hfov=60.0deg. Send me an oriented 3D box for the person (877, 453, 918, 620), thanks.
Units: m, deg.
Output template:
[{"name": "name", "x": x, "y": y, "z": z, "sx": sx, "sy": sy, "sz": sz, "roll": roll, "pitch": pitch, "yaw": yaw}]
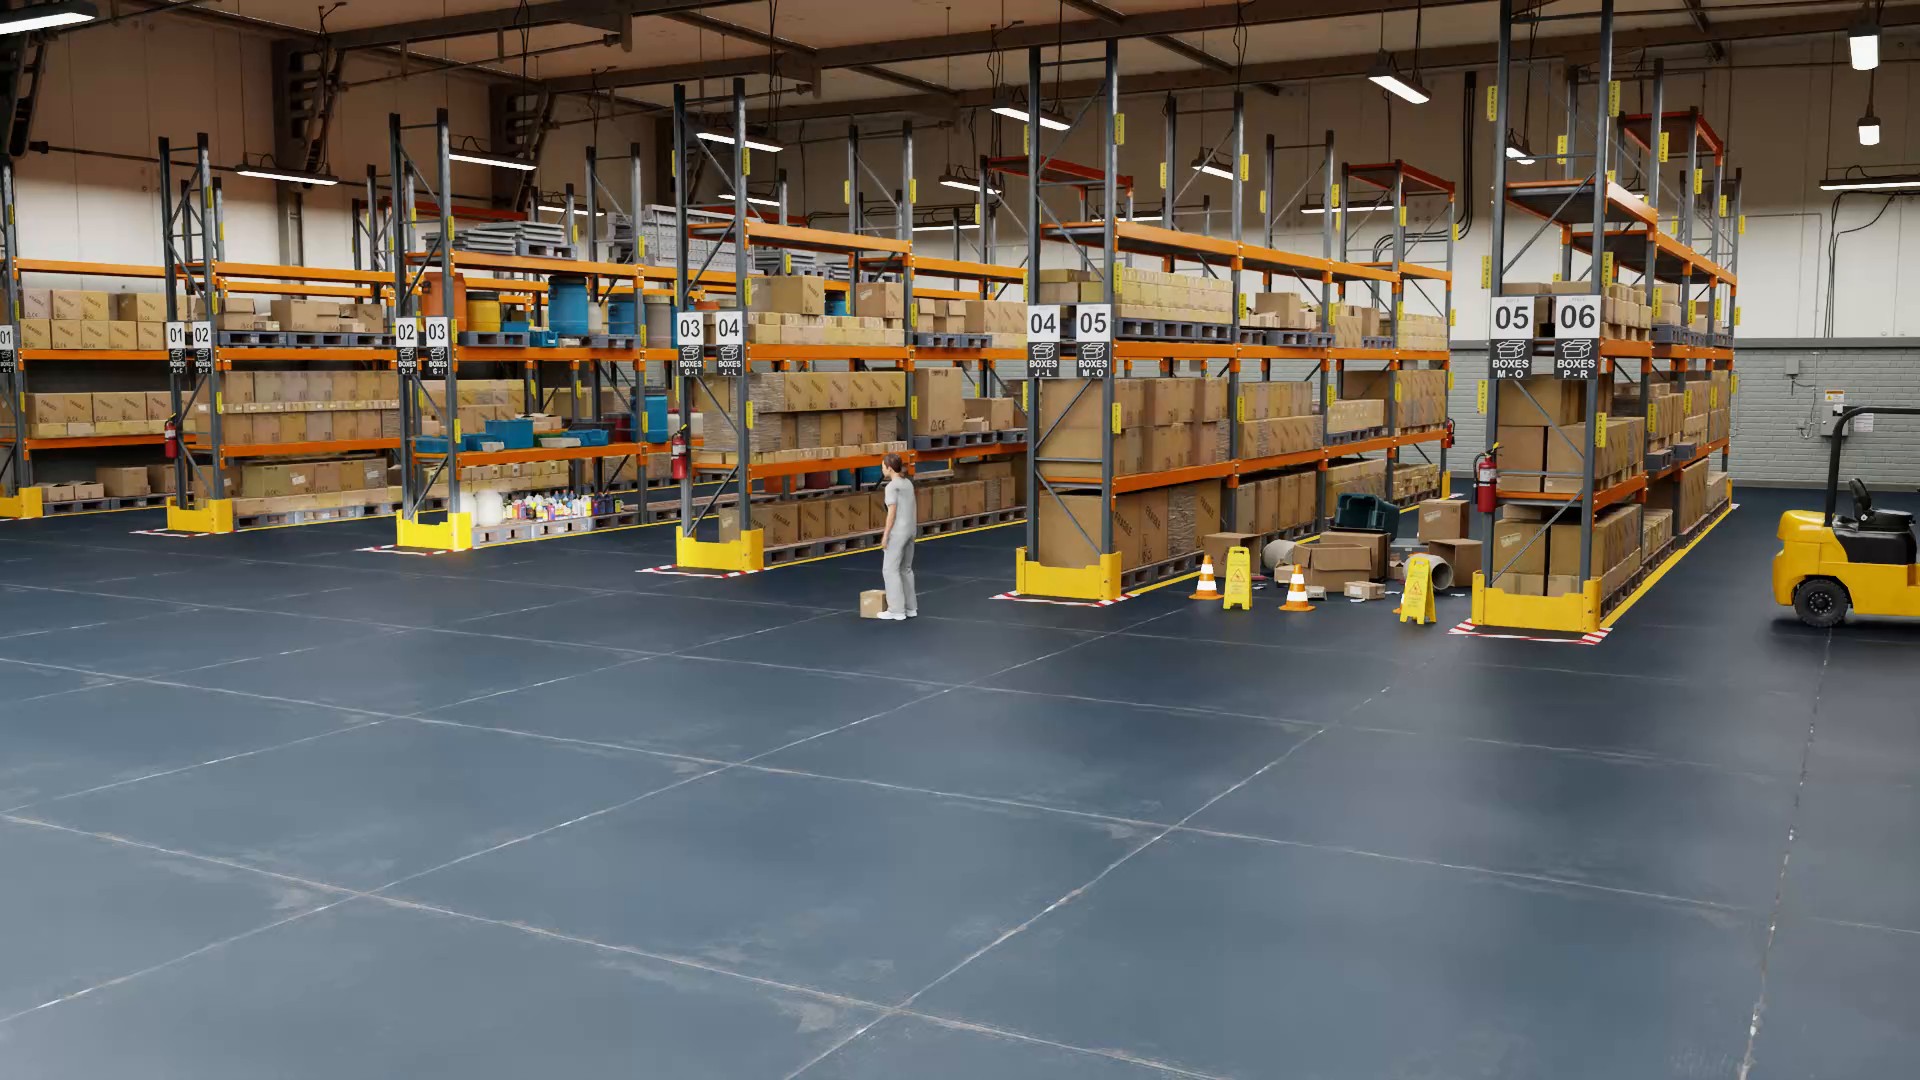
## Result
[{"name": "person", "x": -0.626, "y": -0.043, "z": 16.741, "sx": 0.360, "sy": 1.673, "sz": 0.513, "roll": 3, "pitch": 7, "yaw": 26}]
